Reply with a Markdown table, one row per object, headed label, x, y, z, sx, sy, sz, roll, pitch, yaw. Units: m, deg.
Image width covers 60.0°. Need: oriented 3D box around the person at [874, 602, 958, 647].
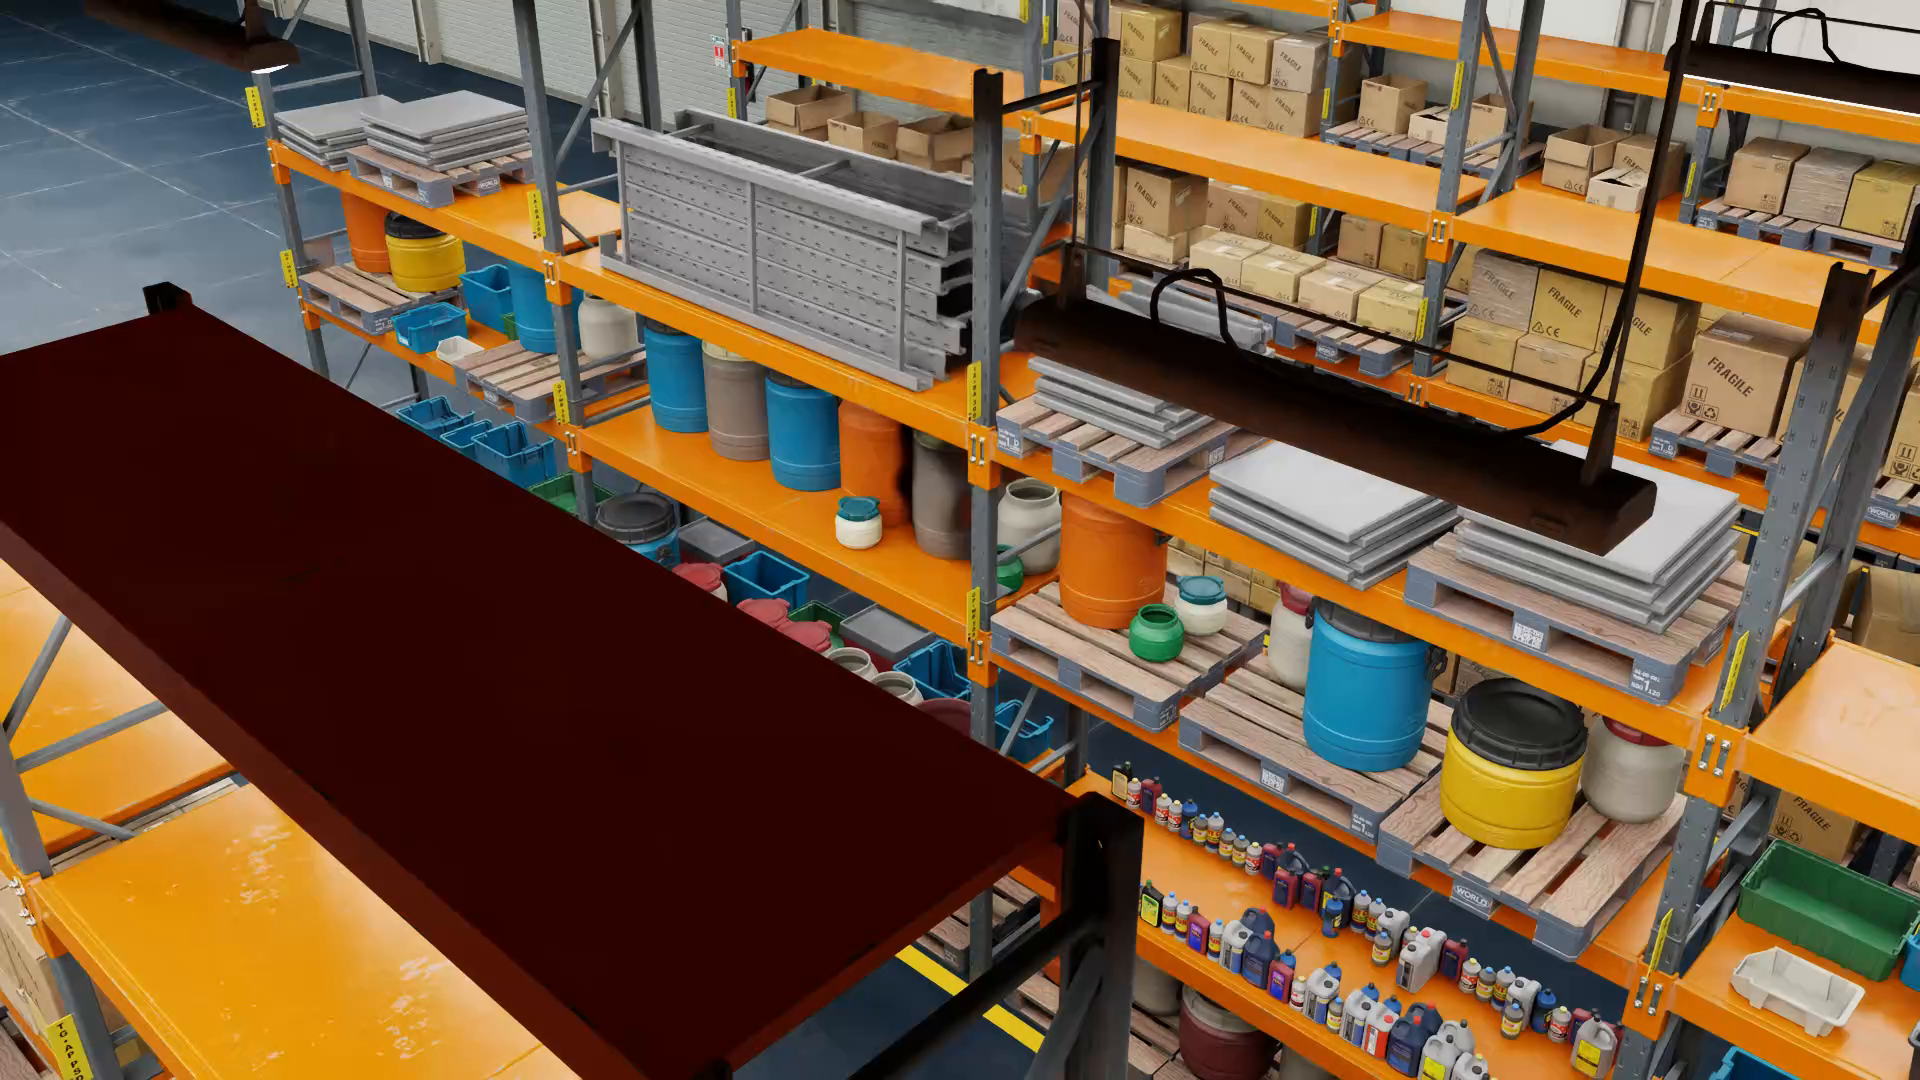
| label | x | y | z | sx | sy | sz | roll | pitch | yaw |
| --- | --- | --- | --- | --- | --- | --- | --- | --- | --- |
| person | -0.443 | 0.185 | 14.098 | 0.922 | 1.828 | 0.693 | 22 | 36 | 34 |
